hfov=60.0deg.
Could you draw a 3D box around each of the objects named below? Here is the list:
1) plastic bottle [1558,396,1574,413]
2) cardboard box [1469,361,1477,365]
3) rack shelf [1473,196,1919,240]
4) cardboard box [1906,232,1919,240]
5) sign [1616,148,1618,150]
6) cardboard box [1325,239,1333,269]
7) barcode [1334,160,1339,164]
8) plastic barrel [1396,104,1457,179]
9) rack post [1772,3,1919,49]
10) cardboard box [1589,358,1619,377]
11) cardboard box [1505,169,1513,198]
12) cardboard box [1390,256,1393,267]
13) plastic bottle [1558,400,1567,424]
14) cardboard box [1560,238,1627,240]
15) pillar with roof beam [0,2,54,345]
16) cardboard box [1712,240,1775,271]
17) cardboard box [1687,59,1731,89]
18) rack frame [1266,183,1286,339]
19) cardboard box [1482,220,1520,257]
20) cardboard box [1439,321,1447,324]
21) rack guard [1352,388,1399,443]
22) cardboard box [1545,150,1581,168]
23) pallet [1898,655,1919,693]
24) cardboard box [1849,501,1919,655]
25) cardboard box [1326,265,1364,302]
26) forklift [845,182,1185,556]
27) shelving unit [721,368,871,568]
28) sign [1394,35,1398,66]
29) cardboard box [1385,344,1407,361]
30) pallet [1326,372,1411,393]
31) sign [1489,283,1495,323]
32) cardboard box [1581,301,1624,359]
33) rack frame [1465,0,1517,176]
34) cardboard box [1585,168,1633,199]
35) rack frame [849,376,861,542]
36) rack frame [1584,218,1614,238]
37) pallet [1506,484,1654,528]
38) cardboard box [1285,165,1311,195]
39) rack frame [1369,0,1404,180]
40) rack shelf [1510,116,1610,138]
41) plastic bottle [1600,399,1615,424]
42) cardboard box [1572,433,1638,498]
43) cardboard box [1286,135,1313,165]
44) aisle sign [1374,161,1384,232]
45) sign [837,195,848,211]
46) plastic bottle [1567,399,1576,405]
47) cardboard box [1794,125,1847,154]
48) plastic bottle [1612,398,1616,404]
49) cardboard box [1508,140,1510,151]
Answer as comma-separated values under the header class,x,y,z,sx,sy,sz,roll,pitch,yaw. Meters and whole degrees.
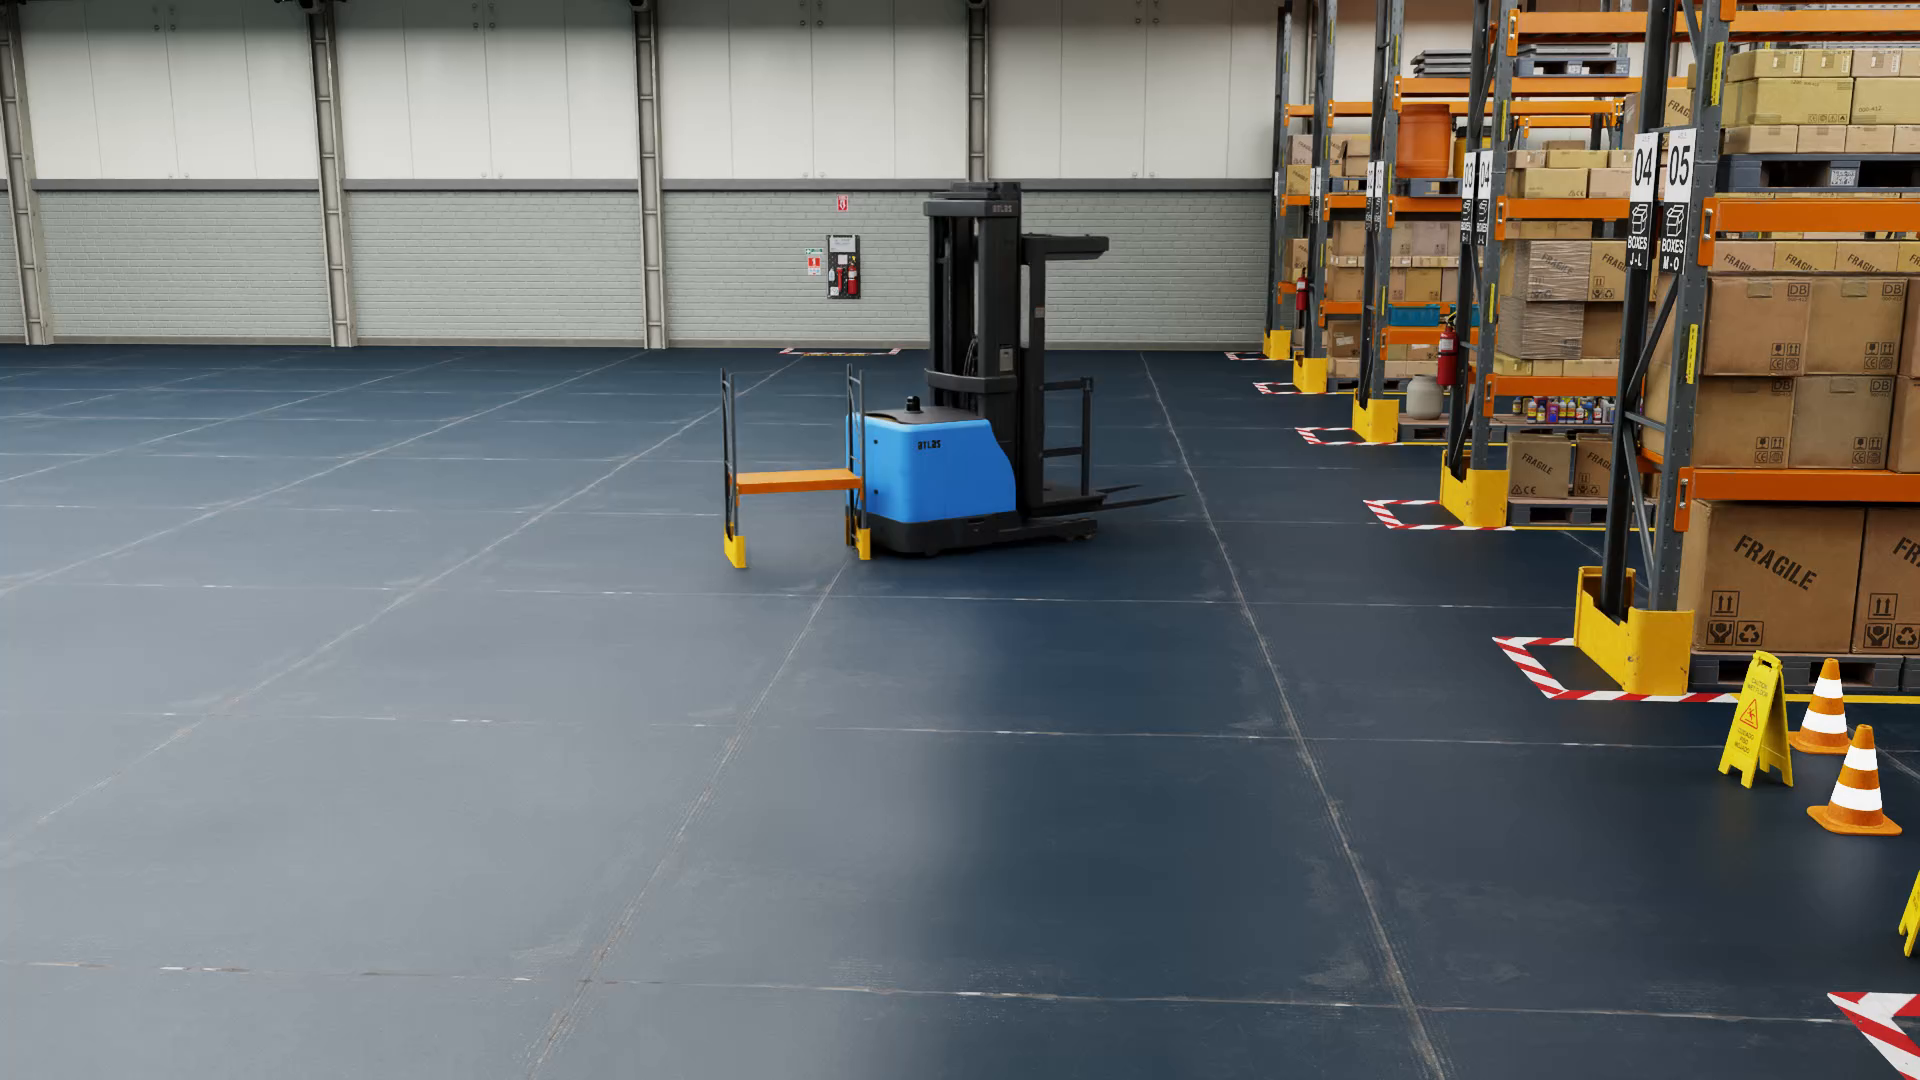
class,x,y,z,sx,sy,sz,roll,pitch,yaw
plastic bottle,7.294,-1.681,20.042,0.185,0.351,0.144,1,12,6
cardboard box,7.230,-2.508,24.291,0.500,0.250,0.500,1,12,4
rack shelf,6.543,-2.787,14.366,4.000,0.370,1.077,1,12,4
cardboard box,16.012,-5.111,28.195,0.500,0.250,0.500,1,12,5
sign,9.169,-5.314,23.232,0.005,0.325,0.100,1,12,4
cardboard box,6.489,-4.961,28.812,0.500,0.500,0.500,1,12,4
barcode,5.547,-5.569,24.489,0.075,0.075,0.001,1,12,4
plastic barrel,5.372,-4.613,19.265,0.708,0.830,0.600,1,12,4
rack post,10.840,-5.680,18.626,3.121,1.000,1.013,1,12,4
cardboard box,5.564,-1.510,14.442,0.250,0.149,0.380,1,12,4
cardboard box,5.046,-3.138,14.655,0.500,0.250,0.500,1,12,5
cardboard box,6.103,-4.032,24.059,0.250,0.149,0.380,1,12,4
plastic bottle,7.009,-1.497,19.356,0.097,0.271,0.097,0,12,0
cardboard box,5.612,-2.419,14.765,0.500,0.500,0.500,1,12,4
pillar with roof beam,-17.937,-7.286,26.793,0.548,9.000,9.100,1,12,4
cardboard box,6.575,-2.298,14.187,0.500,0.500,0.500,1,12,4
cardboard box,4.474,-2.741,9.786,0.250,0.149,0.380,1,12,4
rack frame,5.541,-4.734,29.243,0.127,3.000,1.000,1,12,4
cardboard box,7.758,-4.369,24.088,0.500,0.500,0.700,1,12,4
cardboard box,7.266,-2.984,24.737,0.500,0.500,0.500,1,12,4
rack guard,4.958,-1.495,19.864,0.348,0.500,1.175,1,12,4
cardboard box,5.059,-3.214,14.042,0.250,0.149,0.380,1,12,5
pallet,6.133,0.691,10.120,1.213,0.211,1.003,1,12,4
cardboard box,5.675,0.156,10.032,0.875,0.875,0.875,1,12,3
cardboard box,5.678,-3.762,24.351,0.500,0.500,0.700,1,12,4
forklift,0.558,-1.512,14.007,3.031,2.935,1.130,-8,14,-32
shelving unit,-1.304,-0.603,13.159,1.083,1.500,0.587,-3,12,-16
sign,4.838,-5.432,18.437,0.005,0.325,0.100,1,12,4
cardboard box,6.233,-2.889,24.283,0.500,0.500,0.500,1,12,4
pallet,5.979,-2.355,24.681,1.213,0.211,1.003,1,12,4
sign,4.512,-2.011,14.111,0.005,0.325,0.100,1,12,4
cardboard box,5.602,-1.897,14.711,0.500,0.500,0.875,1,12,4
rack frame,4.548,-4.635,14.116,0.127,3.000,1.000,1,12,4
cardboard box,5.526,-3.028,14.126,0.500,0.250,0.500,1,12,2
rack frame,-0.823,-0.631,13.291,0.013,1.308,0.475,-3,12,-16
rack frame,9.205,-3.667,24.143,0.127,3.000,1.000,1,12,4
pallet,5.432,-0.314,14.923,1.213,0.211,1.003,1,12,4
cardboard box,5.858,-6.205,28.657,0.500,0.500,0.500,1,12,5
rack frame,4.879,-5.646,18.953,0.127,3.000,1.000,1,12,4
rack shelf,11.527,-7.040,28.350,4.000,0.370,1.077,1,12,4
plastic bottle,7.532,-1.497,19.348,0.135,0.276,0.152,1,12,5
cardboard box,5.768,-0.667,14.880,0.500,0.500,0.500,4,12,19
cardboard box,5.909,-6.695,28.558,0.500,0.500,0.500,0,12,0
aisle sign,4.787,-3.924,19.019,0.004,0.787,0.394,1,12,4
sign,-2.154,-6.180,30.493,0.199,0.298,0.001,1,12,4
plastic bottle,7.330,-1.582,19.936,0.097,0.201,0.097,0,12,0
cardboard box,4.691,-2.212,9.206,0.250,0.149,0.380,1,12,4
plastic bottle,7.675,-1.519,19.435,0.133,0.283,0.061,1,12,4
cardboard box,7.570,-5.508,23.999,0.637,0.503,0.797,2,12,10
